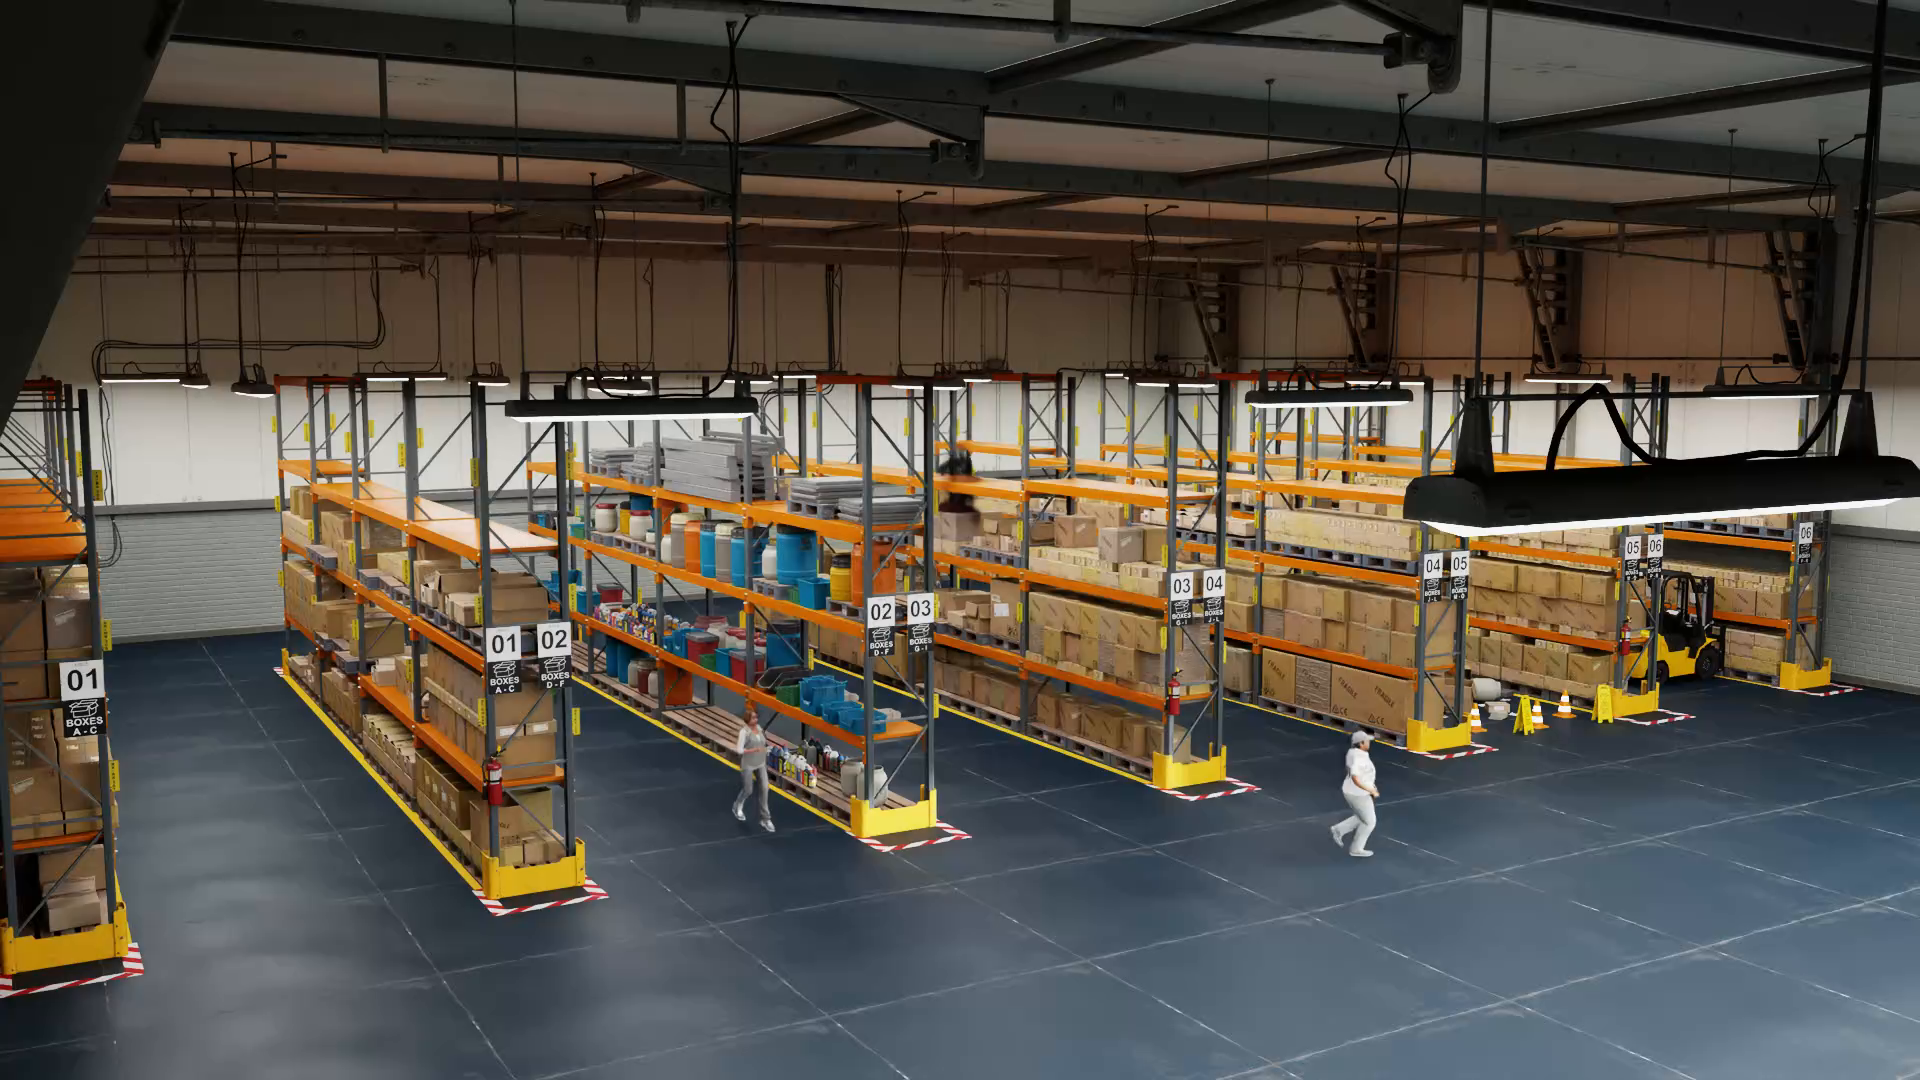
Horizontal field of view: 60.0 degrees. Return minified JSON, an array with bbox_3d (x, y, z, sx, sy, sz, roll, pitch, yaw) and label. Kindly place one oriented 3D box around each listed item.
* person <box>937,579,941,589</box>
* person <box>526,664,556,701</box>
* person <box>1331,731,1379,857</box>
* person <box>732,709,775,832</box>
[{"bbox_3d":[-0.717,1.287,38.468,0.625,1.703,0.917,-3,7,-27],"label":"person"},{"bbox_3d":[-7.189,2.332,28.553,0.644,1.741,0.580,-5,8,-38],"label":"person"},{"bbox_3d":[5.020,3.221,21.107,0.556,1.621,0.594,0,6,2],"label":"person"},{"bbox_3d":[-2.790,3.069,22.369,0.532,1.612,0.798,-6,8,-43],"label":"person"}]
